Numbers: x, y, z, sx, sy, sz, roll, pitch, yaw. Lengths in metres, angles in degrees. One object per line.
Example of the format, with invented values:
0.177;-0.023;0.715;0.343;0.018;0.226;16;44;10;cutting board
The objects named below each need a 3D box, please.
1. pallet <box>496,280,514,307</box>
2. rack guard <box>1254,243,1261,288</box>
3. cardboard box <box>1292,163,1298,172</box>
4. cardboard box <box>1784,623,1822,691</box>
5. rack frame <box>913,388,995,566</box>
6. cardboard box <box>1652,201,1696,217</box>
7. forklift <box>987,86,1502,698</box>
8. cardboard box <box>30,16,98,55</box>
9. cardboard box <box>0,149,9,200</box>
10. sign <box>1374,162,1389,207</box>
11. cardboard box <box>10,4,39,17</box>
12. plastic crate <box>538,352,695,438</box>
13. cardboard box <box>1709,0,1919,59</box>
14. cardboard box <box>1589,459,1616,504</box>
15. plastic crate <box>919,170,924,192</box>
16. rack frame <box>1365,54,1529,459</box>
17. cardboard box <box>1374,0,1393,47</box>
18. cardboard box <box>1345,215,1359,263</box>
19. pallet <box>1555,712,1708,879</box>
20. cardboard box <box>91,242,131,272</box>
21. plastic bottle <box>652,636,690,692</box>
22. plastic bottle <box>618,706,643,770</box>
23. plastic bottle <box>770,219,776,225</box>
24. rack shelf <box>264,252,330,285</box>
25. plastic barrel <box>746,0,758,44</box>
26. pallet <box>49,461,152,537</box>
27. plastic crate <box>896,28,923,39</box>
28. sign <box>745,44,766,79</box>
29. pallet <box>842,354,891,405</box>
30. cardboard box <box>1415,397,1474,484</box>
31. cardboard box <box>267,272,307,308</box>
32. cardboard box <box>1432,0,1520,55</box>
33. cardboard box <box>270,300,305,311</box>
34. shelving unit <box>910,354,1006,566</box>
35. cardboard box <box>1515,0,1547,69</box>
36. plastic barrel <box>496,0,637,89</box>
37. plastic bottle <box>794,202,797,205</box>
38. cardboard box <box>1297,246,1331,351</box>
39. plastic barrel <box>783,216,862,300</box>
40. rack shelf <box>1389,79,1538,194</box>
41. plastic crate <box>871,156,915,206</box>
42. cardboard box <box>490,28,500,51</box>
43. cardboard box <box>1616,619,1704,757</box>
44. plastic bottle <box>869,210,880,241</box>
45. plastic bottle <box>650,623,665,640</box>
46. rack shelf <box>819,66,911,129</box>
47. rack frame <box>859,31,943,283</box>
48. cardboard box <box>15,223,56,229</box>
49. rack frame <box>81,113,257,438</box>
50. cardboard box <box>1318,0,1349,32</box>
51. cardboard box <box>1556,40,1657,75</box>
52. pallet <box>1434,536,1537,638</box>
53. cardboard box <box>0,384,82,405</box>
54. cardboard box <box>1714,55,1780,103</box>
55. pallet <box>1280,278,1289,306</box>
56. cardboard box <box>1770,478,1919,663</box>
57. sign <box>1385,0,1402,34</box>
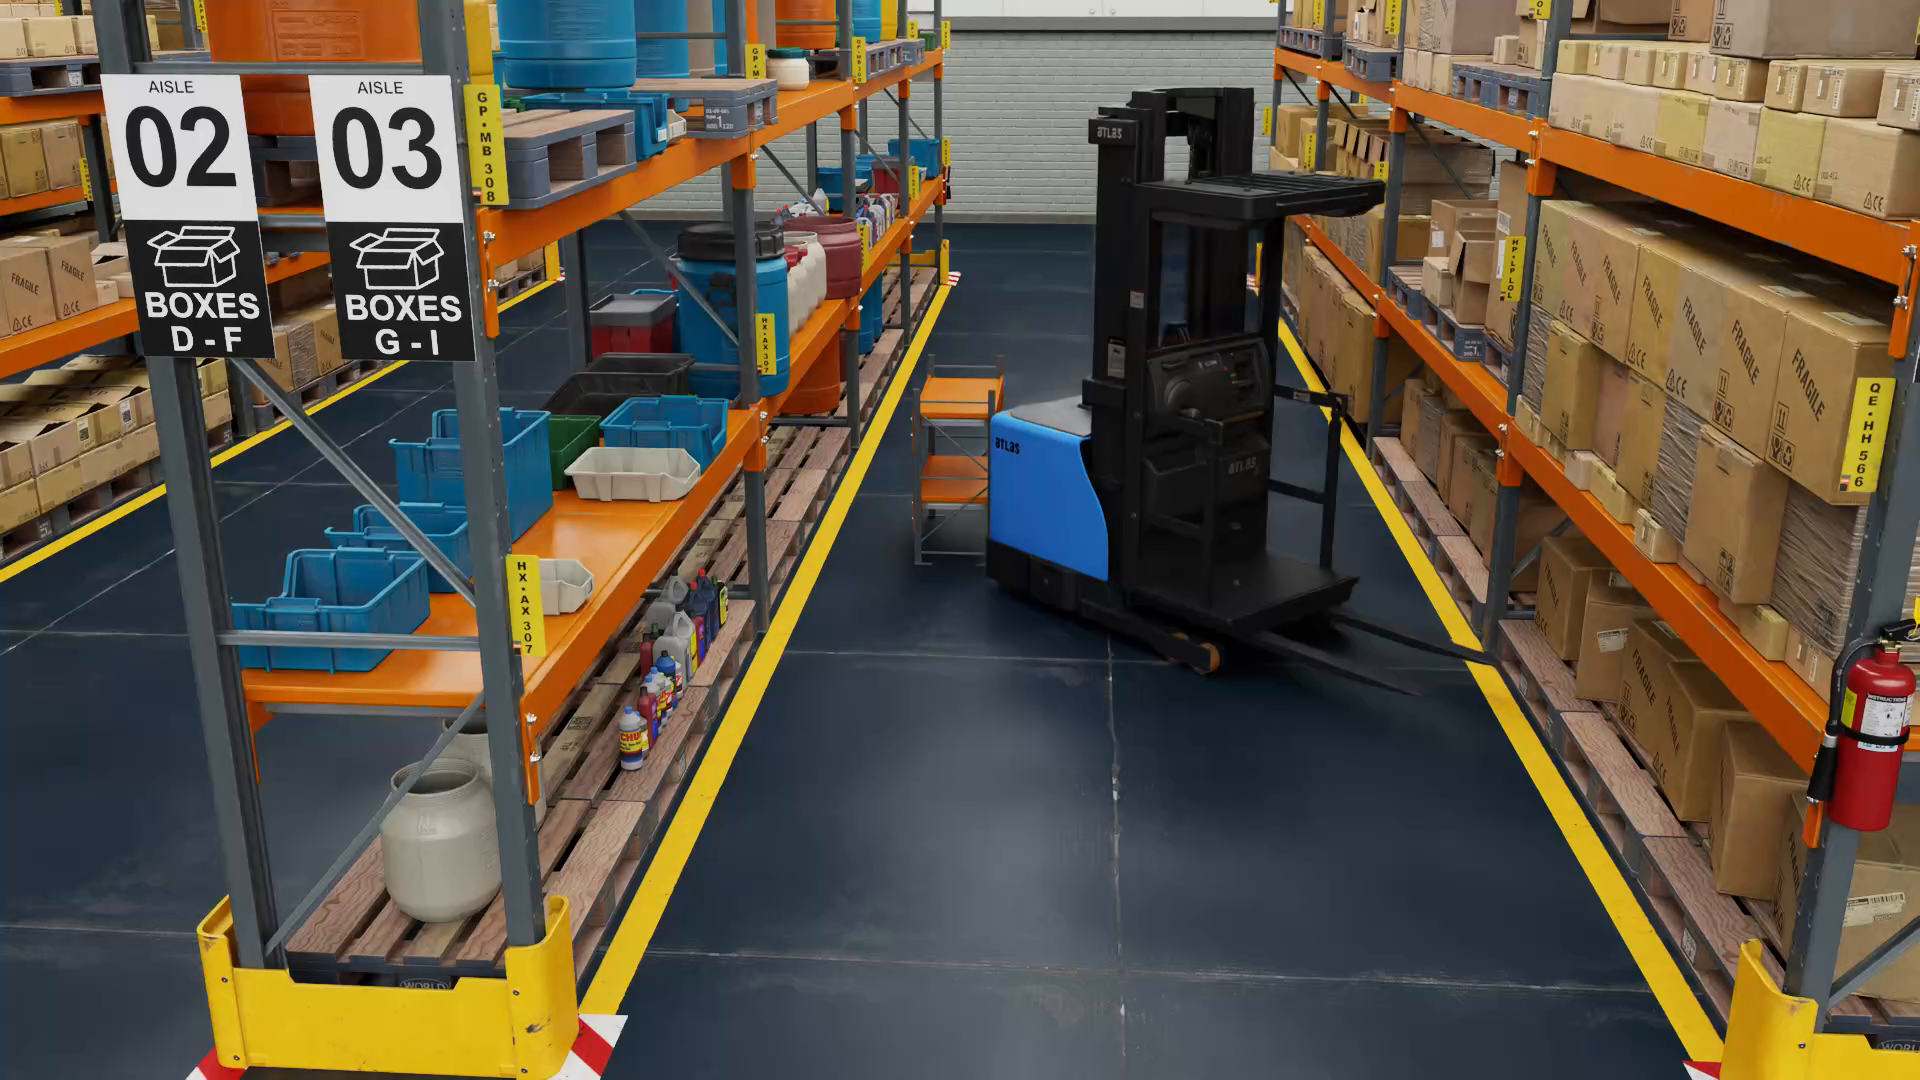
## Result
-5.811;-2.789;19.095;1.003;0.211;1.213;1;18;4;pallet
4.223;-3.360;20.375;1.175;0.500;0.348;1;18;4;rack guard
3.775;-3.831;17.559;0.500;0.250;0.500;2;18;5;cardboard box
2.907;0.377;5.358;0.380;0.149;0.250;1;18;4;cardboard box
-0.036;-0.379;10.272;0.500;1.125;0.032;1;18;4;rack frame
3.603;-1.332;7.926;0.500;0.500;0.500;1;18;4;cardboard box
1.492;-0.862;8.846;1.130;2.935;3.031;-15;23;-38;forklift
-6.229;-3.527;11.618;0.500;0.250;0.500;2;18;5;cardboard box
-10.832;-3.941;17.650;0.980;0.700;0.700;2;18;5;cardboard box
3.094;-2.618;12.235;0.100;0.325;0.005;1;18;4;sign
-10.495;-5.757;18.265;0.500;0.250;0.500;1;18;2;cardboard box
-1.744;-0.735;8.448;0.767;0.338;0.504;1;18;4;plastic crate
2.933;-1.910;5.677;0.500;0.500;0.500;1;18;4;cardboard box
2.981;-0.245;7.258;0.380;0.149;0.250;1;18;4;cardboard box
-0.610;-3.957;18.353;0.416;0.233;0.300;1;18;4;plastic crate
3.648;-2.056;12.380;1.000;3.000;0.127;1;18;4;rack frame
3.594;-4.190;13.239;0.500;0.500;0.500;2;18;7;cardboard box
3.512;-2.578;13.814;0.500;0.500;0.500;1;18;2;cardboard box
3.263;1.101;7.225;1.003;0.211;1.213;1;18;4;pallet
-6.302;-2.124;12.731;0.500;0.311;0.500;2;18;7;cardboard box
-1.390;0.578;8.010;0.152;0.276;0.135;2;18;5;plastic bottle
-1.425;0.849;7.189;0.097;0.271;0.097;0;18;0;plastic bottle
-1.607;-2.601;14.232;0.061;0.283;0.133;1;18;4;plastic bottle
-6.089;-2.558;15.066;1.077;0.370;4.000;1;18;4;rack shelf
-1.615;-3.343;10.800;0.600;0.830;0.708;1;18;4;plastic barrel
-6.421;-0.320;11.562;1.003;0.211;1.213;1;18;4;pallet
-0.643;-5.152;17.221;0.497;0.269;0.590;1;18;4;plastic crate
-1.031;-2.338;8.410;0.100;0.325;0.005;1;18;4;sign
-1.187;-1.465;15.055;1.003;0.211;1.213;1;18;4;pallet
3.593;-0.696;11.538;0.700;0.500;0.500;0;18;-1;cardboard box
-6.331;-2.287;15.189;0.500;0.250;0.500;1;18;3;cardboard box
3.288;-3.312;10.434;0.500;0.500;0.500;1;18;2;cardboard box
-6.331;-1.919;15.270;0.500;0.500;0.500;1;18;2;cardboard box
0.000;-0.537;10.754;0.538;1.125;1.048;1;18;4;shelving unit
3.560;-2.924;9.372;0.797;0.503;0.637;2;18;6;cardboard box
-1.757;-2.481;7.380;0.600;0.901;0.708;1;18;4;plastic barrel
-1.521;-2.973;15.367;0.061;0.283;0.133;1;18;4;plastic bottle
3.909;-2.289;15.829;1.225;0.875;0.875;1;18;4;cardboard box
-1.024;-2.080;12.236;0.600;0.536;0.708;1;18;4;plastic barrel
3.504;-2.518;10.129;1.077;0.370;4.000;1;18;4;rack shelf
-0.692;-3.739;17.319;0.402;0.464;0.583;1;18;4;plastic crate
-5.503;-5.641;18.745;0.500;0.250;0.500;1;18;4;cardboard box
3.293;0.671;7.399;0.500;0.500;0.500;0;18;-1;cardboard box
-0.800;-2.836;14.961;0.152;0.276;0.135;1;18;4;plastic bottle
-1.479;0.530;8.145;0.061;0.283;0.133;1;18;4;plastic bottle
-1.149;-3.871;14.258;1.077;0.370;4.000;1;18;4;rack shelf
-0.719;-4.651;20.300;1.000;3.000;0.127;1;18;4;rack frame
-10.831;-3.622;19.458;0.380;0.149;0.250;1;18;4;cardboard box
-6.233;-2.278;13.059;1.000;3.000;0.127;1;18;4;rack frame
3.931;-5.263;16.354;0.700;0.500;0.500;0;18;1;cardboard box
3.030;-2.263;7.796;0.380;0.149;0.250;1;18;2;cardboard box
3.415;0.270;9.761;1.003;0.211;1.213;1;18;4;pallet
-6.631;-0.960;11.876;0.500;0.311;0.500;1;18;2;cardboard box
2.883;-1.612;5.809;0.380;0.149;0.250;0;18;1;cardboard box
4.242;-2.965;19.634;1.003;0.211;1.213;1;18;4;pallet
3.141;0.070;5.255;0.875;0.500;0.500;1;18;4;cardboard box
3.095;-3.780;11.866;0.100;0.325;0.005;1;18;4;sign
